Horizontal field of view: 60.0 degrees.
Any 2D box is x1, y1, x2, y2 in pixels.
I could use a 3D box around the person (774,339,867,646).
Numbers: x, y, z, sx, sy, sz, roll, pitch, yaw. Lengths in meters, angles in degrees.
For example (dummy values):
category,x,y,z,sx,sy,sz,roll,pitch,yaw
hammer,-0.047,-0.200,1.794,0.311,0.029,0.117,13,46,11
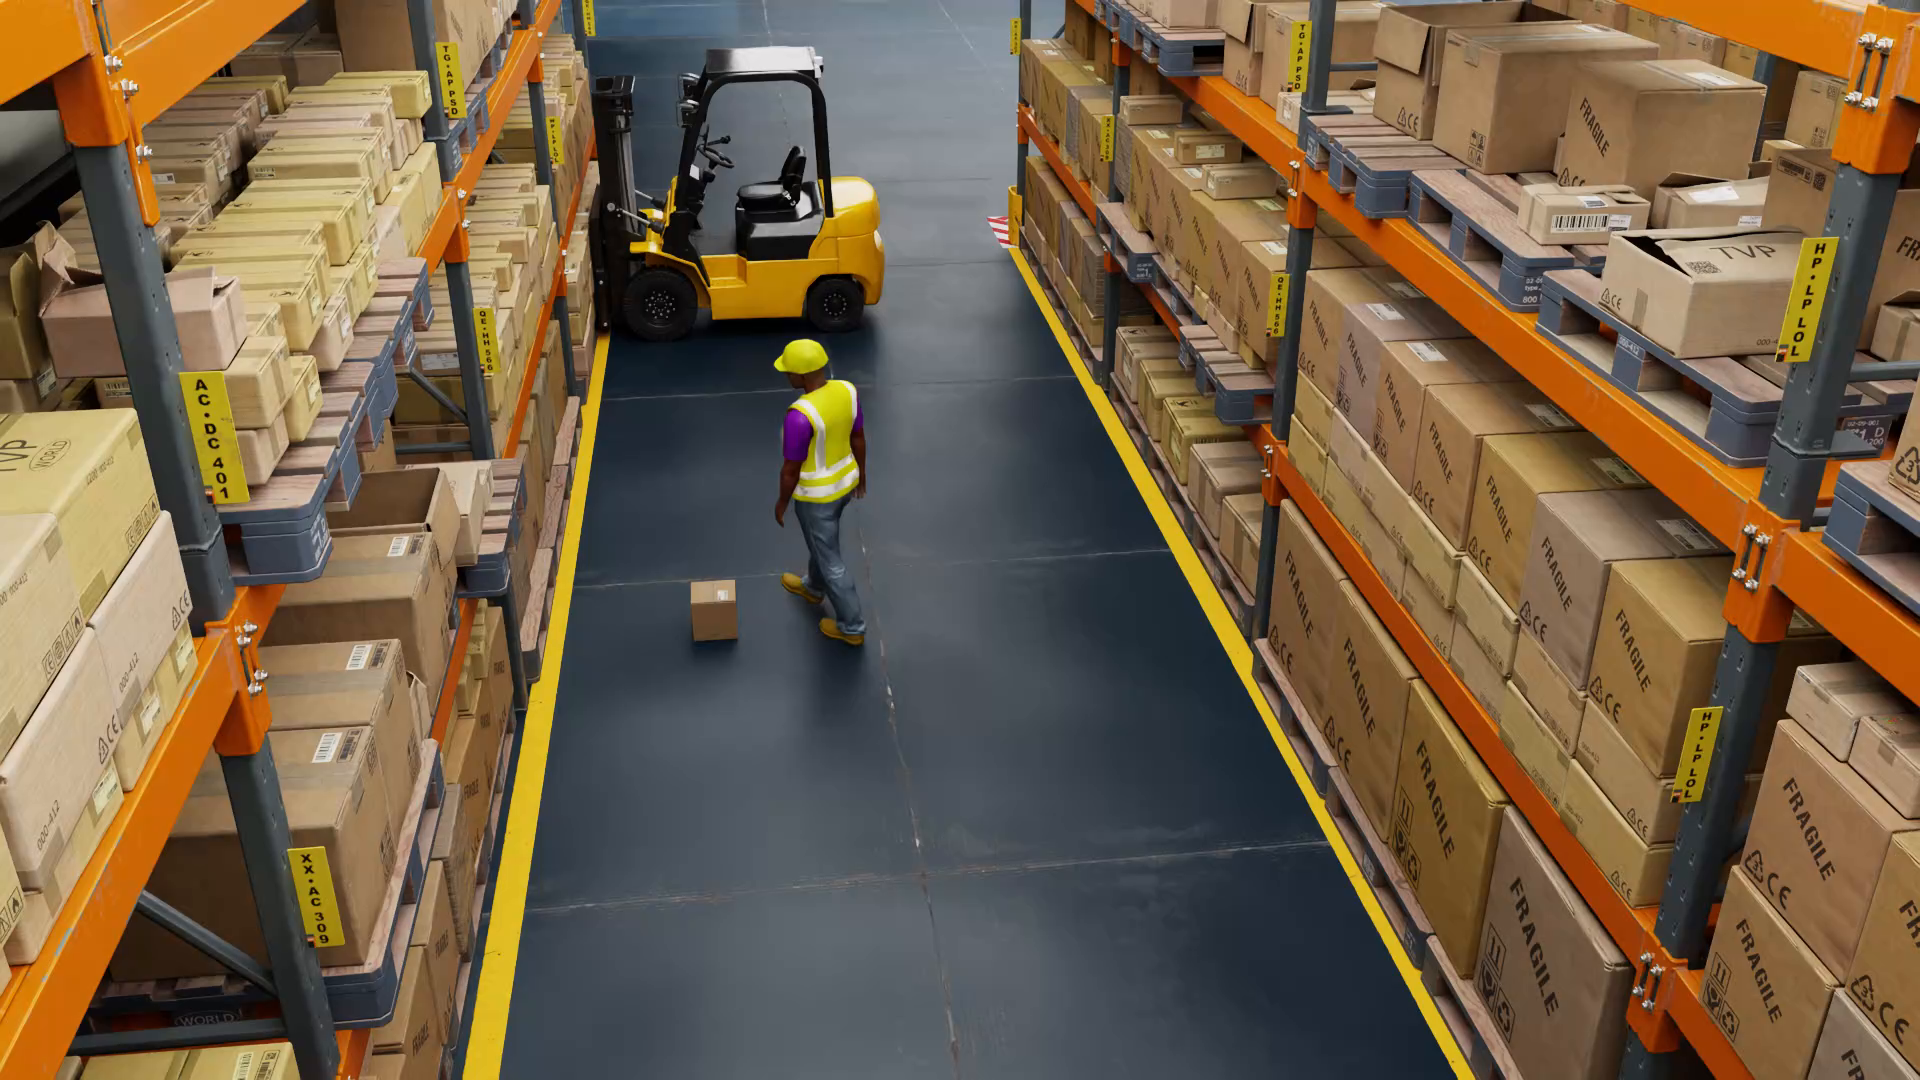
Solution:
category,x,y,z,sx,sy,sz,roll,pitch,yaw
person,-0.822,-0.312,9.172,0.782,1.743,0.614,15,30,26
